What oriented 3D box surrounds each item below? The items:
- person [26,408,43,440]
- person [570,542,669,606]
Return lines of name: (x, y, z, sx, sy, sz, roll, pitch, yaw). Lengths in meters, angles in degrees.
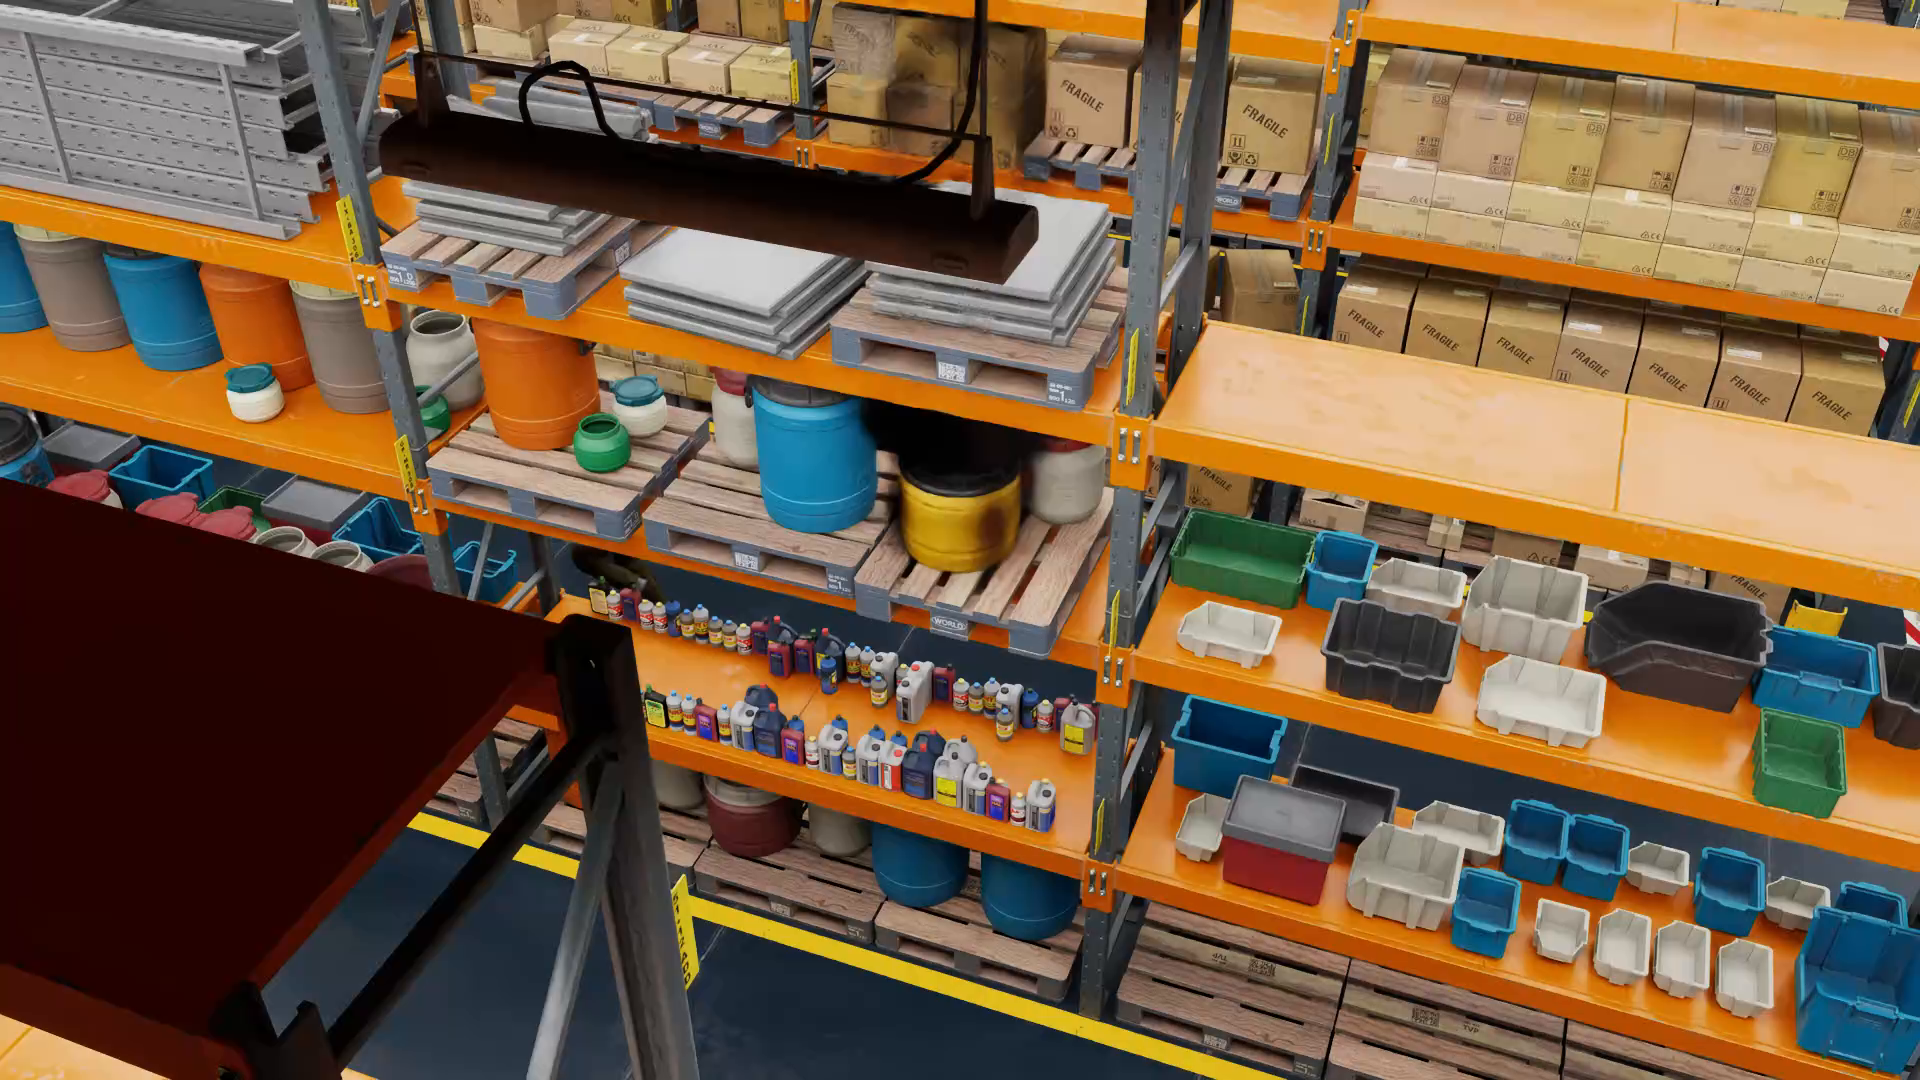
person: (-7.629, -1.544, 13.976, 0.938, 1.826, 0.674, -1, 37, -2)
person: (-2.570, -0.142, 12.127, 0.785, 1.736, 0.732, 12, 38, 16)
